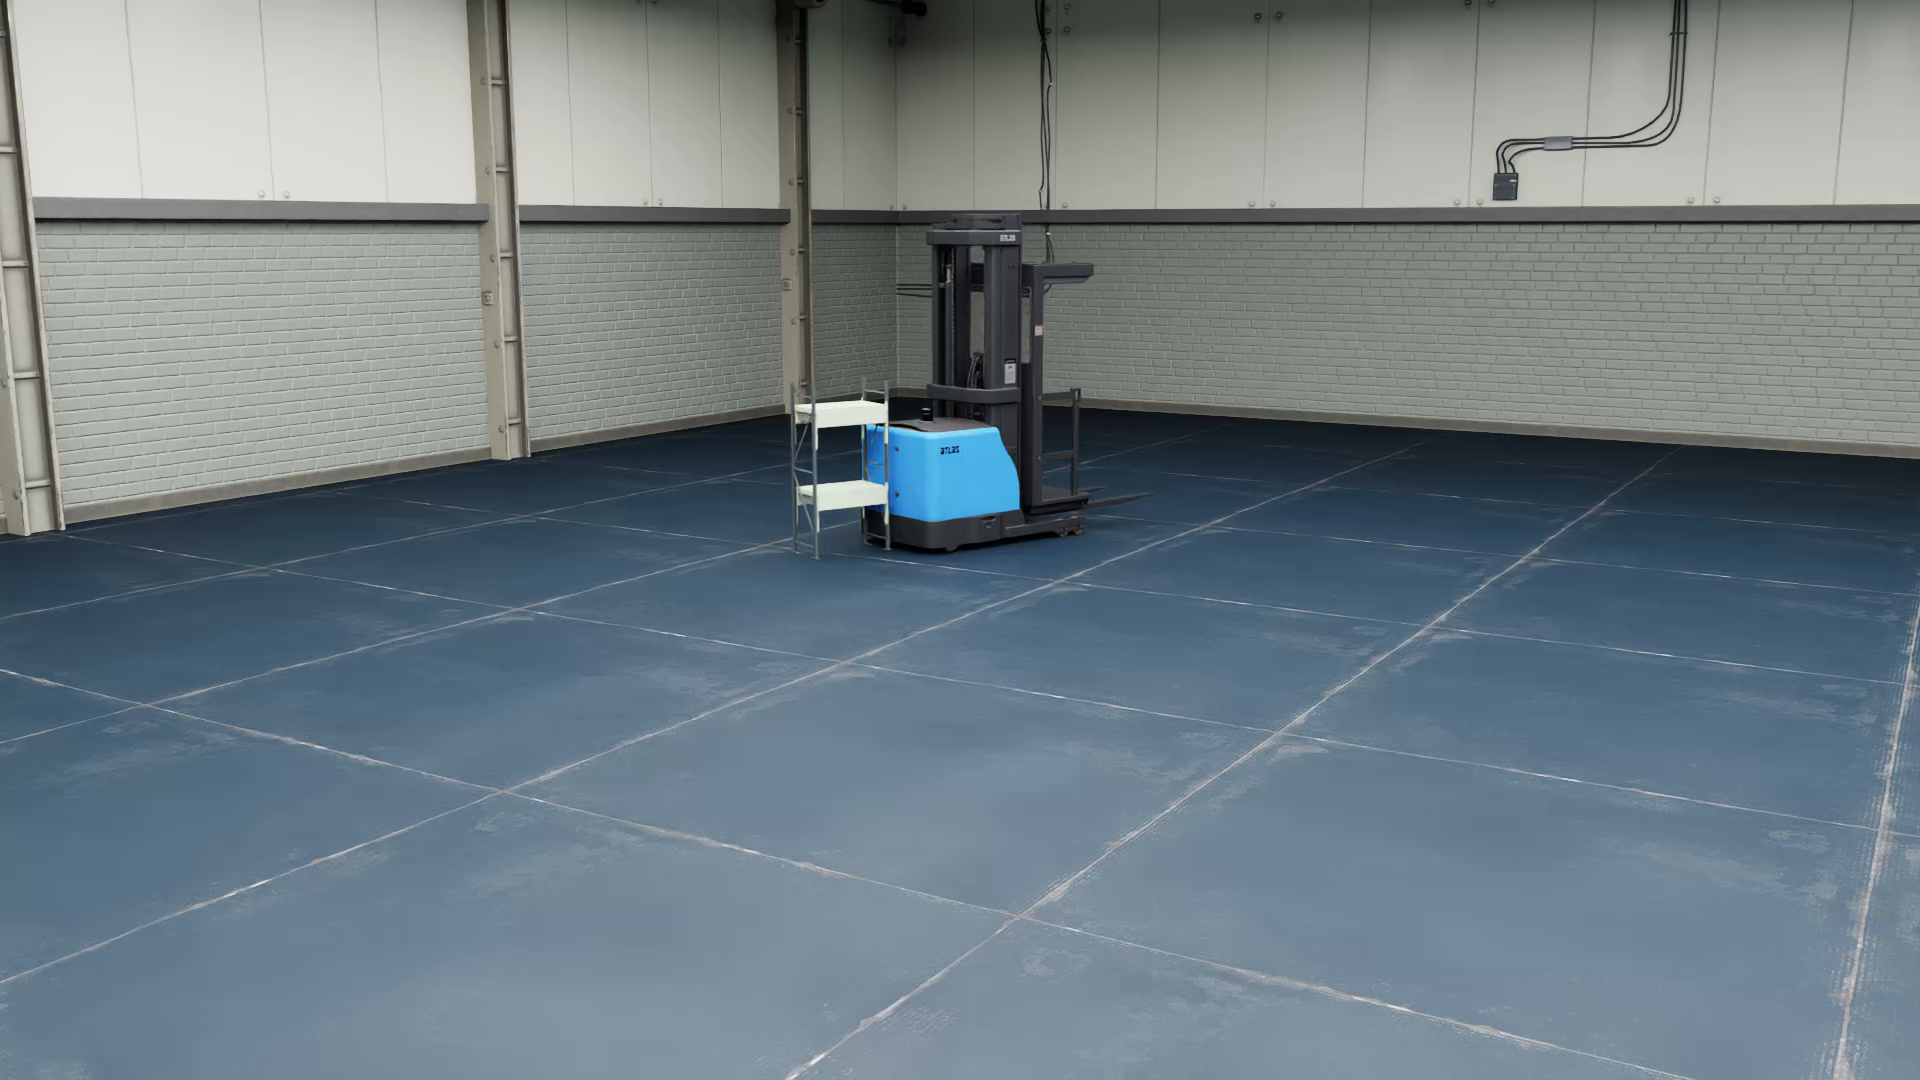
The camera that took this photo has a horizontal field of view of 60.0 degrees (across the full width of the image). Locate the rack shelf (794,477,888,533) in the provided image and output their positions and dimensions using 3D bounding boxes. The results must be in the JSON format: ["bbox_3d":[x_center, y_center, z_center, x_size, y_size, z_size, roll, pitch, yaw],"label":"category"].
[{"bbox_3d":[-1.047,-0.314,14.625,0.720,0.370,0.431,-7,13,-34],"label":"rack shelf"}]

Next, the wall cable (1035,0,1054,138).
[{"bbox_3d":[2.478,-7.430,25.199,3.097,2.526,0.112,6,12,31],"label":"wall cable"}]

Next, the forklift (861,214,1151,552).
[{"bbox_3d":[0.542,-1.542,15.520,3.031,2.935,1.130,-9,14,-40],"label":"forklift"}]

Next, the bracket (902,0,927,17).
[{"bbox_3d":[-0.744,-8.569,26.785,0.235,0.232,0.430,6,12,31],"label":"bracket"}]

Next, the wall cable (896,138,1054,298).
[{"bbox_3d":[0.166,-5.206,27.044,3.097,2.526,0.112,6,12,31],"label":"wall cable"}]

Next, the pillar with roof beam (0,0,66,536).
[{"bbox_3d":[-5.044,-4.097,12.680,9.100,9.000,0.400,6,12,31],"label":"pillar with roof beam"}]

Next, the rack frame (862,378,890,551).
[{"bbox_3d":[-0.747,-0.673,14.771,0.023,1.500,0.400,-7,13,-34],"label":"rack frame"}]

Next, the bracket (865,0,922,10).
[{"bbox_3d":[-1.051,-8.476,26.289,0.076,0.066,3.189,6,12,31],"label":"bracket"}]

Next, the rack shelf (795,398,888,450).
[{"bbox_3d":[-1.047,-1.018,14.493,0.720,0.370,0.431,-7,13,-34],"label":"rack shelf"}]

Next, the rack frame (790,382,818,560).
[{"bbox_3d":[-1.347,-0.596,14.358,0.023,1.500,0.400,-7,13,-34],"label":"rack frame"}]

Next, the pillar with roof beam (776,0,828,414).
[{"bbox_3d":[1.186,-5.984,22.761,9.100,9.000,0.548,6,12,31],"label":"pillar with roof beam"}]

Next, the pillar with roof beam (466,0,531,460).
[{"bbox_3d":[-1.929,-5.041,17.721,9.100,9.000,0.400,6,12,31],"label":"pillar with roof beam"}]

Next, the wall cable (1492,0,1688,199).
[{"bbox_3d":[8.272,-7.495,21.587,2.305,6.003,0.169,6,12,31],"label":"wall cable"}]

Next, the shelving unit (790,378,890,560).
[{"bbox_3d":[-1.047,-0.635,14.565,0.755,1.500,0.431,-7,13,-34],"label":"shelving unit"}]
